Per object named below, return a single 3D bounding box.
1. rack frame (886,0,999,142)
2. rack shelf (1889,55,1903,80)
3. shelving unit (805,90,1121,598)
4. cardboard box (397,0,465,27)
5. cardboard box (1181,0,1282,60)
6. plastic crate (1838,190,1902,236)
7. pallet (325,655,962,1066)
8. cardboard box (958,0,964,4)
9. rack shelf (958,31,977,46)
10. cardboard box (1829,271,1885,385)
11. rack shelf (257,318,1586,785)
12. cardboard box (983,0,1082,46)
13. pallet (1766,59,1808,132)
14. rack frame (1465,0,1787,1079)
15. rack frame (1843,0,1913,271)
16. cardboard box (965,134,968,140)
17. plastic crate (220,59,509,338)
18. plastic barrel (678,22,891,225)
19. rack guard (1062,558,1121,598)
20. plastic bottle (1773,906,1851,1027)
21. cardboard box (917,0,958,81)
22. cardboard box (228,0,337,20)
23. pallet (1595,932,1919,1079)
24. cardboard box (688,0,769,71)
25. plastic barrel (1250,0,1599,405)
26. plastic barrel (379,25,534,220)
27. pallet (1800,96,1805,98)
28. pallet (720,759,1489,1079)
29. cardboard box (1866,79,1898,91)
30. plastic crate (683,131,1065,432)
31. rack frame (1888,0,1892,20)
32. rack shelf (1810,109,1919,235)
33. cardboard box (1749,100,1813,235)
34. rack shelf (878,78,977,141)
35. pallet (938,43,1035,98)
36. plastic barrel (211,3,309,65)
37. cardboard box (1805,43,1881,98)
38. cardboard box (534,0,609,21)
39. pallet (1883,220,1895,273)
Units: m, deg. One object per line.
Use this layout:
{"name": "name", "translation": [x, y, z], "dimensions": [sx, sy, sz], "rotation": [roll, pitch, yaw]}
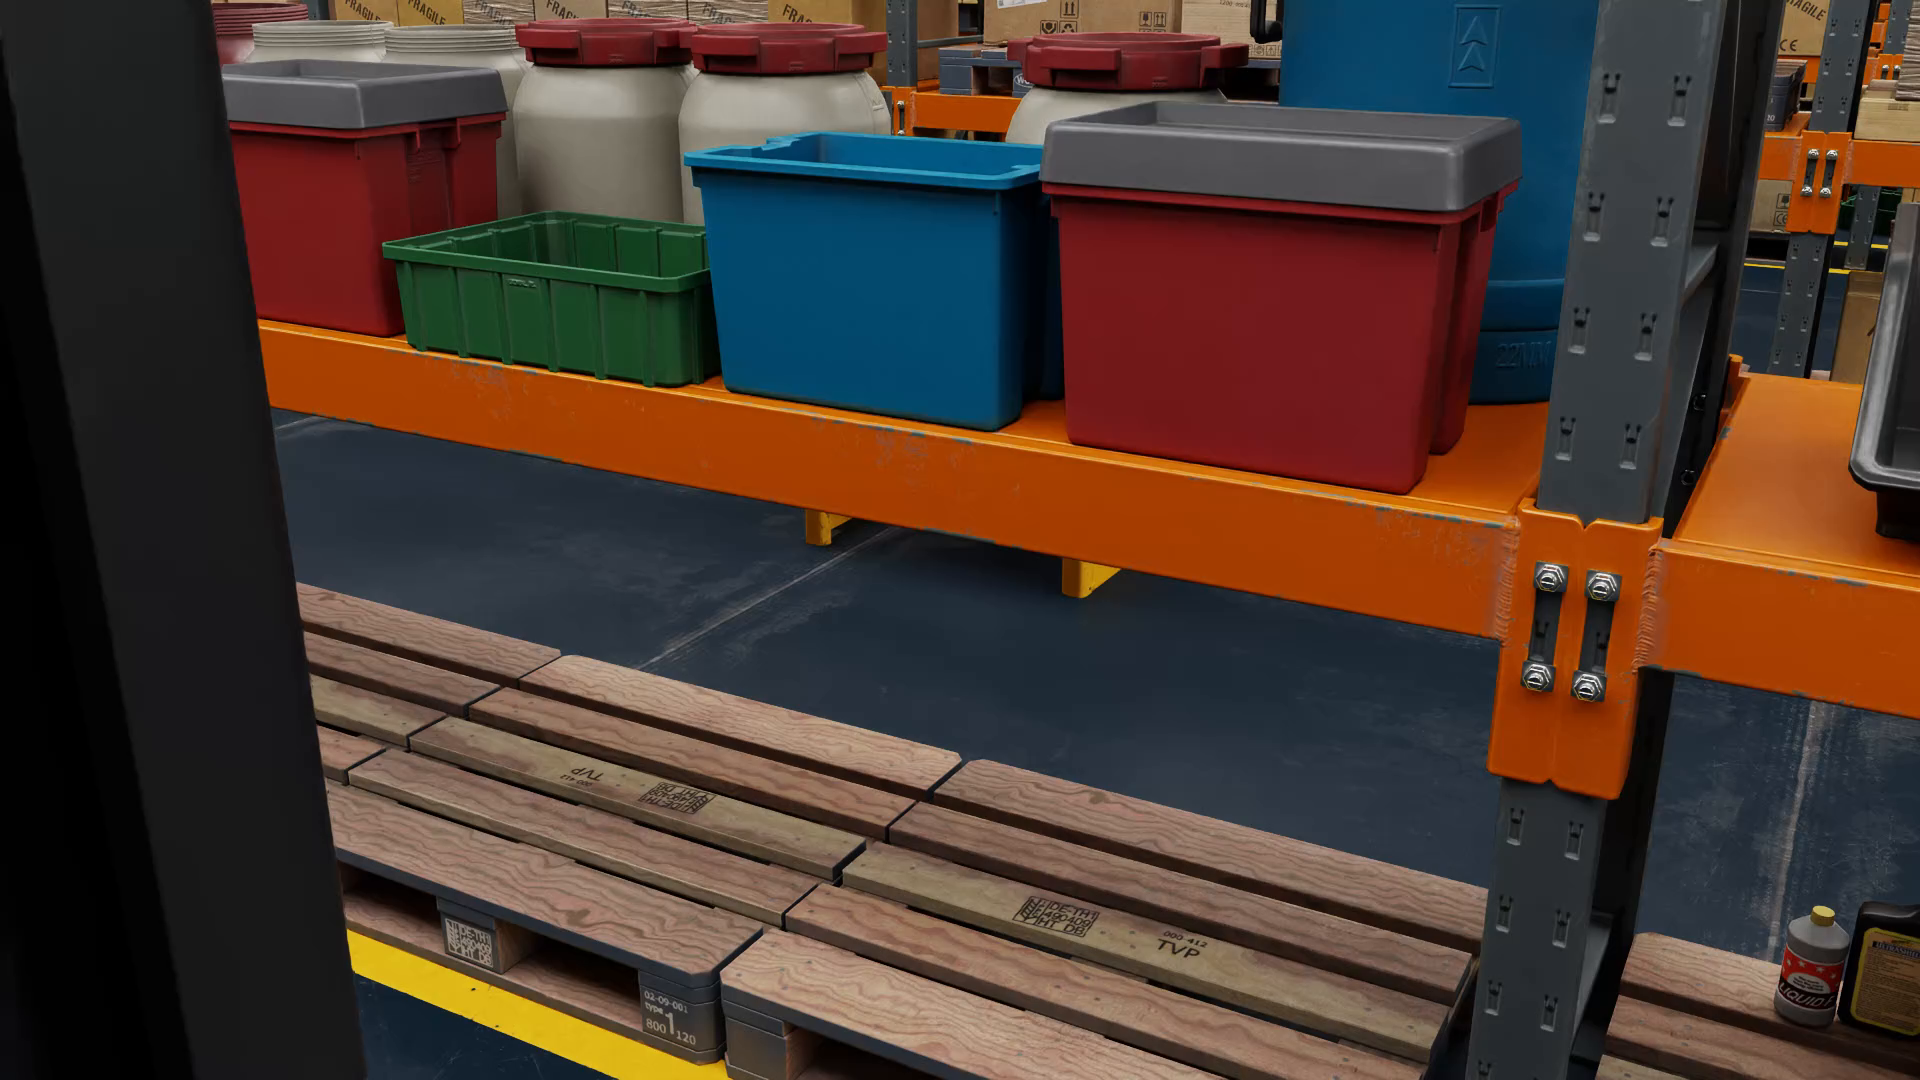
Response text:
{"name": "rack frame", "translation": [-0.057, -2.481, 8.307], "dimensions": [0.127, 3.000, 1.000], "rotation": [11, 23, 27]}
{"name": "rack shelf", "translation": [7.689, -2.605, 9.703], "dimensions": [4.000, 0.370, 1.077], "rotation": [11, 23, 27]}
{"name": "shelving unit", "translation": [0.067, -0.692, 5.574], "dimensions": [1.083, 1.500, 0.587], "rotation": [11, 23, 27]}
{"name": "cardboard box", "translation": [-2.830, -2.959, 9.478], "dimensions": [0.500, 0.500, 0.500], "rotation": [11, 23, 27]}
{"name": "cardboard box", "translation": [1.294, -2.261, 7.304], "dimensions": [0.500, 0.250, 0.500], "rotation": [10, 22, 26]}
{"name": "plastic crate", "translation": [6.733, -2.342, 11.963], "dimensions": [0.450, 0.188, 0.662], "rotation": [-22, 27, -25]}
{"name": "pallet", "translation": [-0.754, 0.648, 3.770], "dimensions": [1.213, 0.211, 1.003], "rotation": [11, 23, 27]}
{"name": "cardboard box", "translation": [-0.020, -4.312, 13.106], "dimensions": [0.250, 0.149, 0.380], "rotation": [10, 22, 25]}
{"name": "rack shelf", "translation": [0.704, -3.936, 13.371], "dimensions": [4.000, 0.370, 1.077], "rotation": [11, 23, 27]}
{"name": "cardboard box", "translation": [3.765, -0.760, 6.612], "dimensions": [0.500, 0.500, 0.500], "rotation": [10, 22, 26]}
{"name": "rack shelf", "translation": [-0.726, -0.336, 3.448], "dimensions": [4.000, 0.370, 1.077], "rotation": [11, 23, 27]}
{"name": "cardboard box", "translation": [0.434, -2.648, 8.004], "dimensions": [0.500, 0.500, 0.500], "rotation": [8, 21, 21]}
{"name": "pallet", "translation": [2.839, -1.896, 6.976], "dimensions": [1.213, 0.211, 1.003], "rotation": [11, 23, 27]}
{"name": "rack frame", "translation": [1.020, -0.342, 2.408], "dimensions": [0.127, 3.000, 1.000], "rotation": [11, 23, 27]}
{"name": "rack frame", "translation": [5.943, -3.276, 10.497], "dimensions": [0.127, 3.000, 1.000], "rotation": [11, 23, 27]}
{"name": "cardboard box", "translation": [-0.063, -3.339, 13.722], "dimensions": [0.500, 0.500, 0.500], "rotation": [12, 23, 30]}
{"name": "plastic crate", "translation": [-1.211, -0.677, 3.239], "dimensions": [0.583, 0.464, 0.402], "rotation": [11, 23, 27]}
{"name": "plastic barrel", "translation": [-0.349, -0.752, 3.340], "dimensions": [0.433, 0.535, 0.433], "rotation": [0, 20, 0]}
{"name": "rack guard", "translation": [0.501, -0.022, 5.559], "dimensions": [0.087, 0.250, 0.587], "rotation": [11, 23, 27]}
{"name": "plastic bottle", "translation": [1.489, 0.735, 2.900], "dimensions": [0.097, 0.201, 0.097], "rotation": [0, 20, 0]}
{"name": "cardboard box", "translation": [-0.348, -2.690, 8.736], "dimensions": [0.500, 0.500, 0.500], "rotation": [12, 23, 29]}
{"name": "cardboard box", "translation": [-4.062, -3.211, 10.103], "dimensions": [0.500, 0.250, 0.500], "rotation": [10, 22, 26]}
{"name": "pallet", "translation": [1.586, 1.093, 2.542], "dimensions": [1.213, 0.211, 1.003], "rotation": [11, 23, 27]}
{"name": "cardboard box", "translation": [-1.041, -2.621, 8.546], "dimensions": [0.500, 0.500, 0.500], "rotation": [11, 22, 27]}
{"name": "plastic barrel", "translation": [0.830, -0.732, 2.749], "dimensions": [0.708, 0.901, 0.600], "rotation": [11, 23, 27]}
{"name": "plastic barrel", "translation": [-1.102, -0.882, 3.734], "dimensions": [0.421, 0.512, 0.421], "rotation": [0, 20, 0]}
{"name": "pallet", "translation": [10.024, -5.045, 19.463], "dimensions": [1.213, 0.211, 1.003], "rotation": [11, 23, 27]}
{"name": "pallet", "translation": [0.315, 0.850, 3.212], "dimensions": [1.213, 0.211, 1.003], "rotation": [11, 23, 27]}
{"name": "cardboard box", "translation": [3.767, -1.750, 6.659], "dimensions": [0.250, 0.149, 0.380], "rotation": [11, 23, 27]}
{"name": "plastic crate", "translation": [-0.095, -0.425, 2.661], "dimensions": [0.575, 0.384, 0.392], "rotation": [11, 23, 27]}
{"name": "rack frame", "translation": [8.268, -4.766, 14.606], "dimensions": [0.127, 3.000, 1.000], "rotation": [11, 23, 27]}
{"name": "rack shelf", "translation": [5.182, -1.145, 5.679], "dimensions": [4.000, 0.370, 1.077], "rotation": [11, 23, 27]}
{"name": "cardboard box", "translation": [5.357, -2.492, 11.020], "dimensions": [0.750, 0.750, 1.050], "rotation": [11, 23, 27]}
{"name": "rack shelf", "translation": [-1.803, -2.476, 9.347], "dimensions": [4.000, 0.370, 1.077], "rotation": [11, 23, 27]}
{"name": "pallet", "translation": [0.618, -2.304, 8.100], "dimensions": [1.003, 0.211, 1.213], "rotation": [11, 23, 27]}
{"name": "plastic barrel", "translation": [-1.919, -1.084, 4.255], "dimensions": [0.708, 0.536, 0.600], "rotation": [11, 23, 27]}
{"name": "cardboard box", "translation": [10.225, -5.409, 19.245], "dimensions": [0.625, 0.625, 0.875], "rotation": [12, 23, 30]}
{"name": "cardboard box", "translation": [-1.939, -2.792, 9.016], "dimensions": [0.500, 0.500, 0.500], "rotation": [11, 23, 28]}
{"name": "pallet", "translation": [6.568, -1.815, 10.560], "dimensions": [1.213, 0.211, 1.003], "rotation": [11, 23, 27]}
